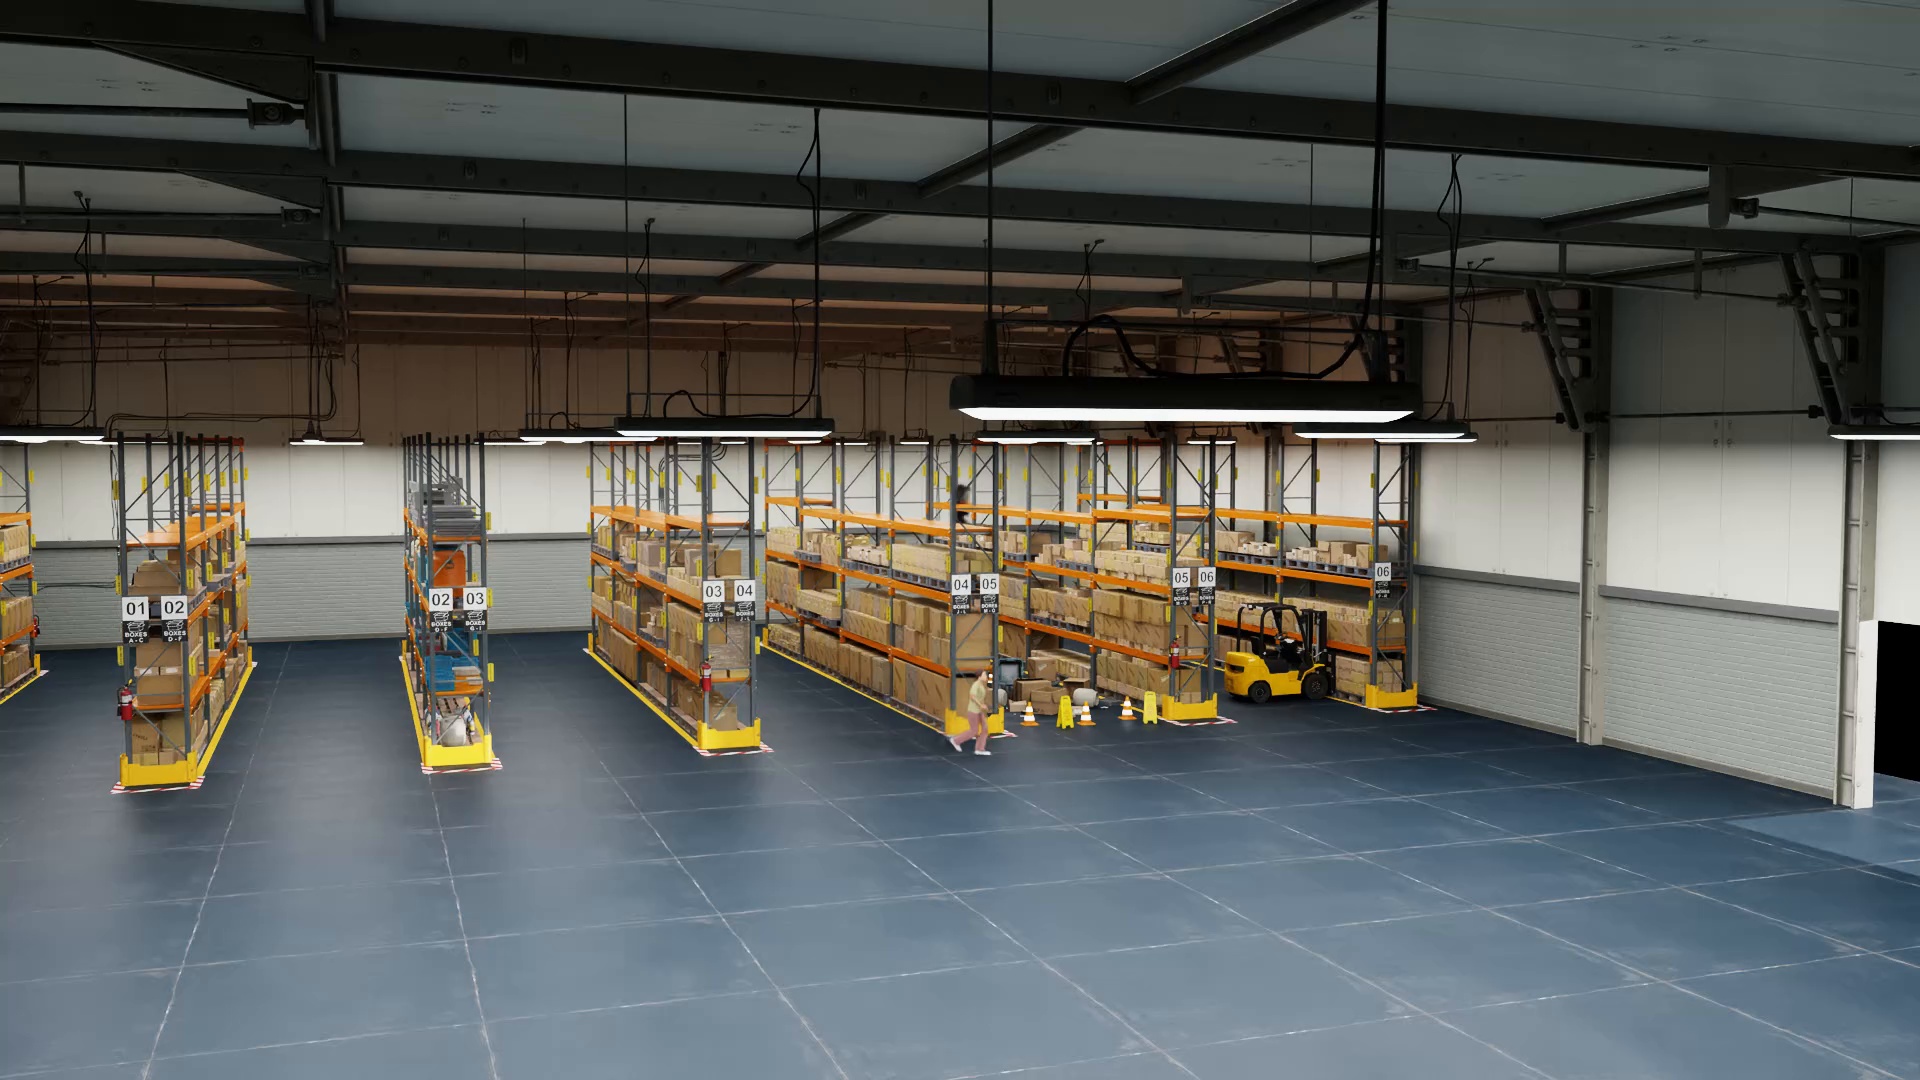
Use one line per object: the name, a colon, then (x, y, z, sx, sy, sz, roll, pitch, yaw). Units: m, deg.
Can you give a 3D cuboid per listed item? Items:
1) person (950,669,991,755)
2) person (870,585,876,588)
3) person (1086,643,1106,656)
person: (0.207, 3.201, 30.985, 0.763, 1.622, 0.580, 1, 3, 13)
person: (-2.633, 2.135, 50.577, 0.696, 1.571, 0.546, -2, 4, -27)
person: (3.659, 2.364, 45.193, 0.666, 1.698, 0.905, -2, 4, -28)
